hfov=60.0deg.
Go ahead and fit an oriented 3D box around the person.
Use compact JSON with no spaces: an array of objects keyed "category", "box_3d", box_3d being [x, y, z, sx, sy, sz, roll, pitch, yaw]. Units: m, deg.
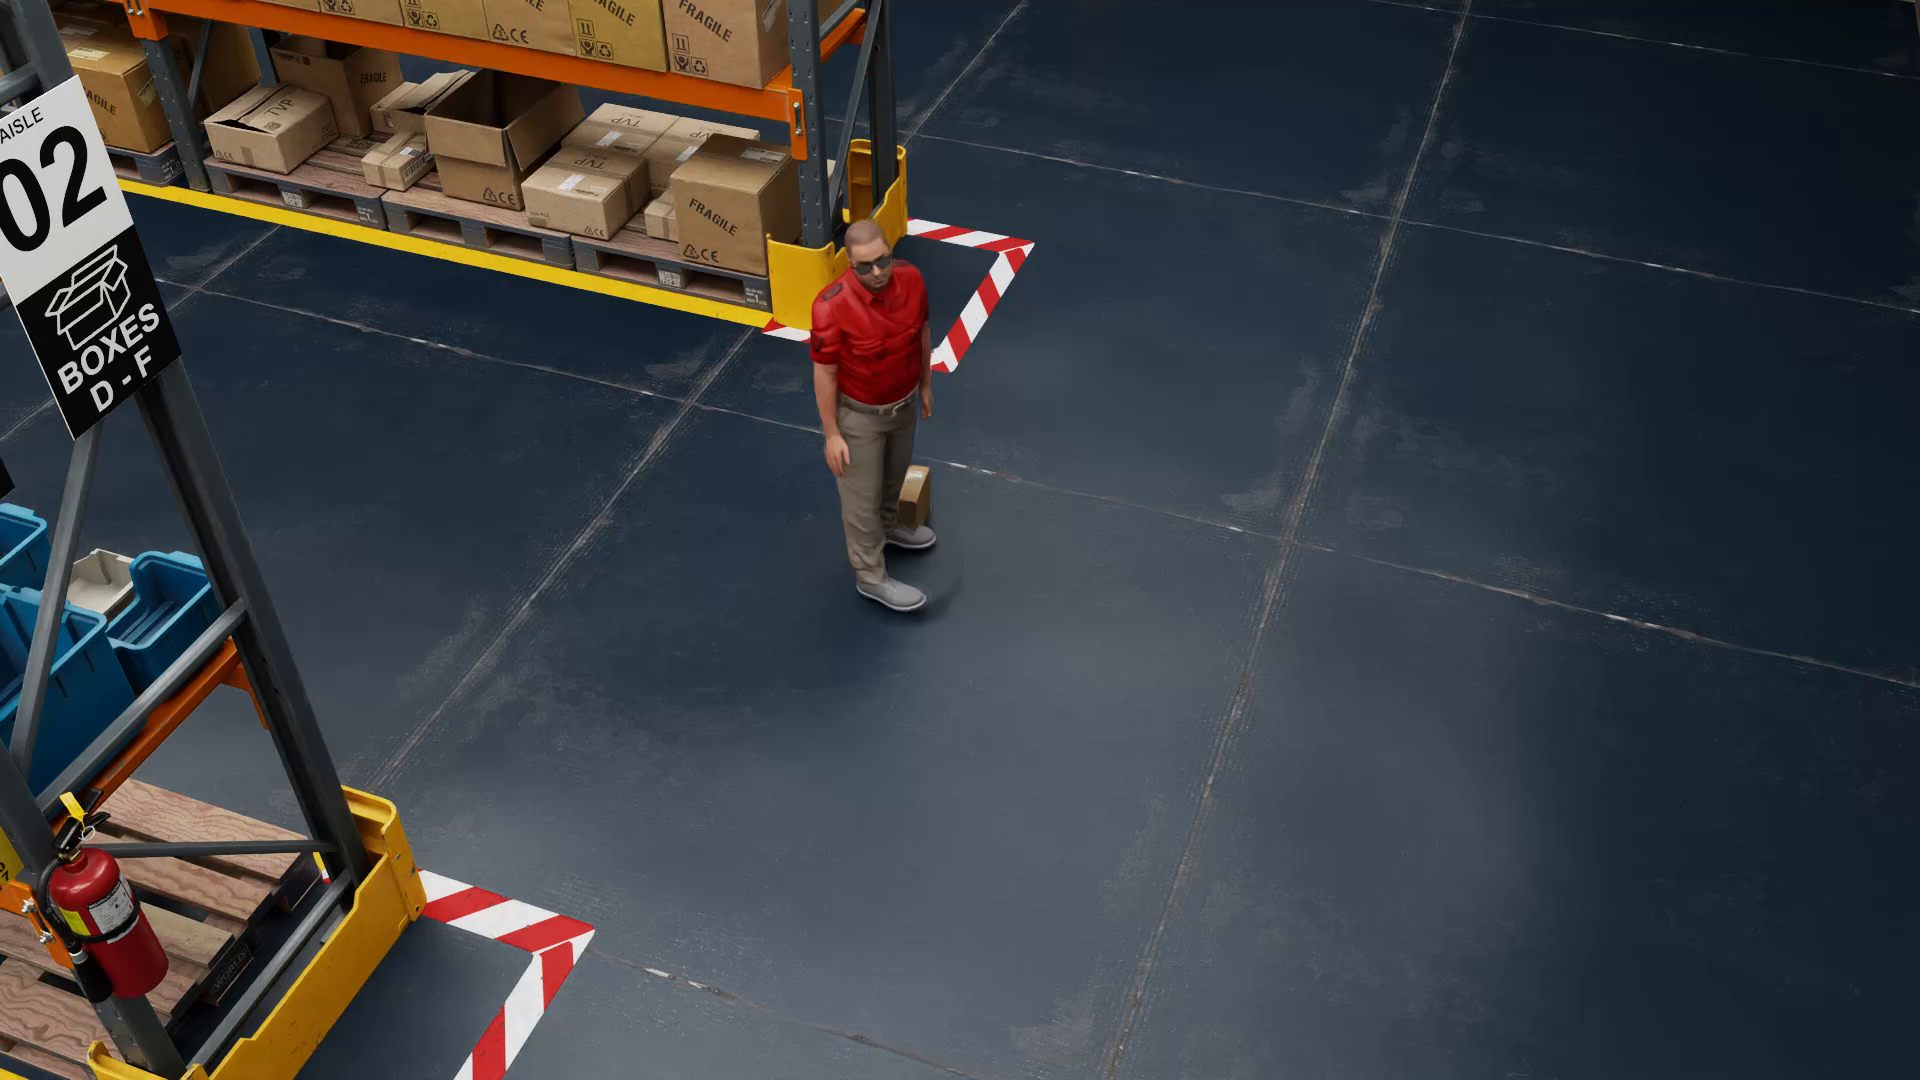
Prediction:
[{"category":"person","box_3d":[-0.357,-0.524,6.744,0.386,1.577,0.431,32,50,31]}]
